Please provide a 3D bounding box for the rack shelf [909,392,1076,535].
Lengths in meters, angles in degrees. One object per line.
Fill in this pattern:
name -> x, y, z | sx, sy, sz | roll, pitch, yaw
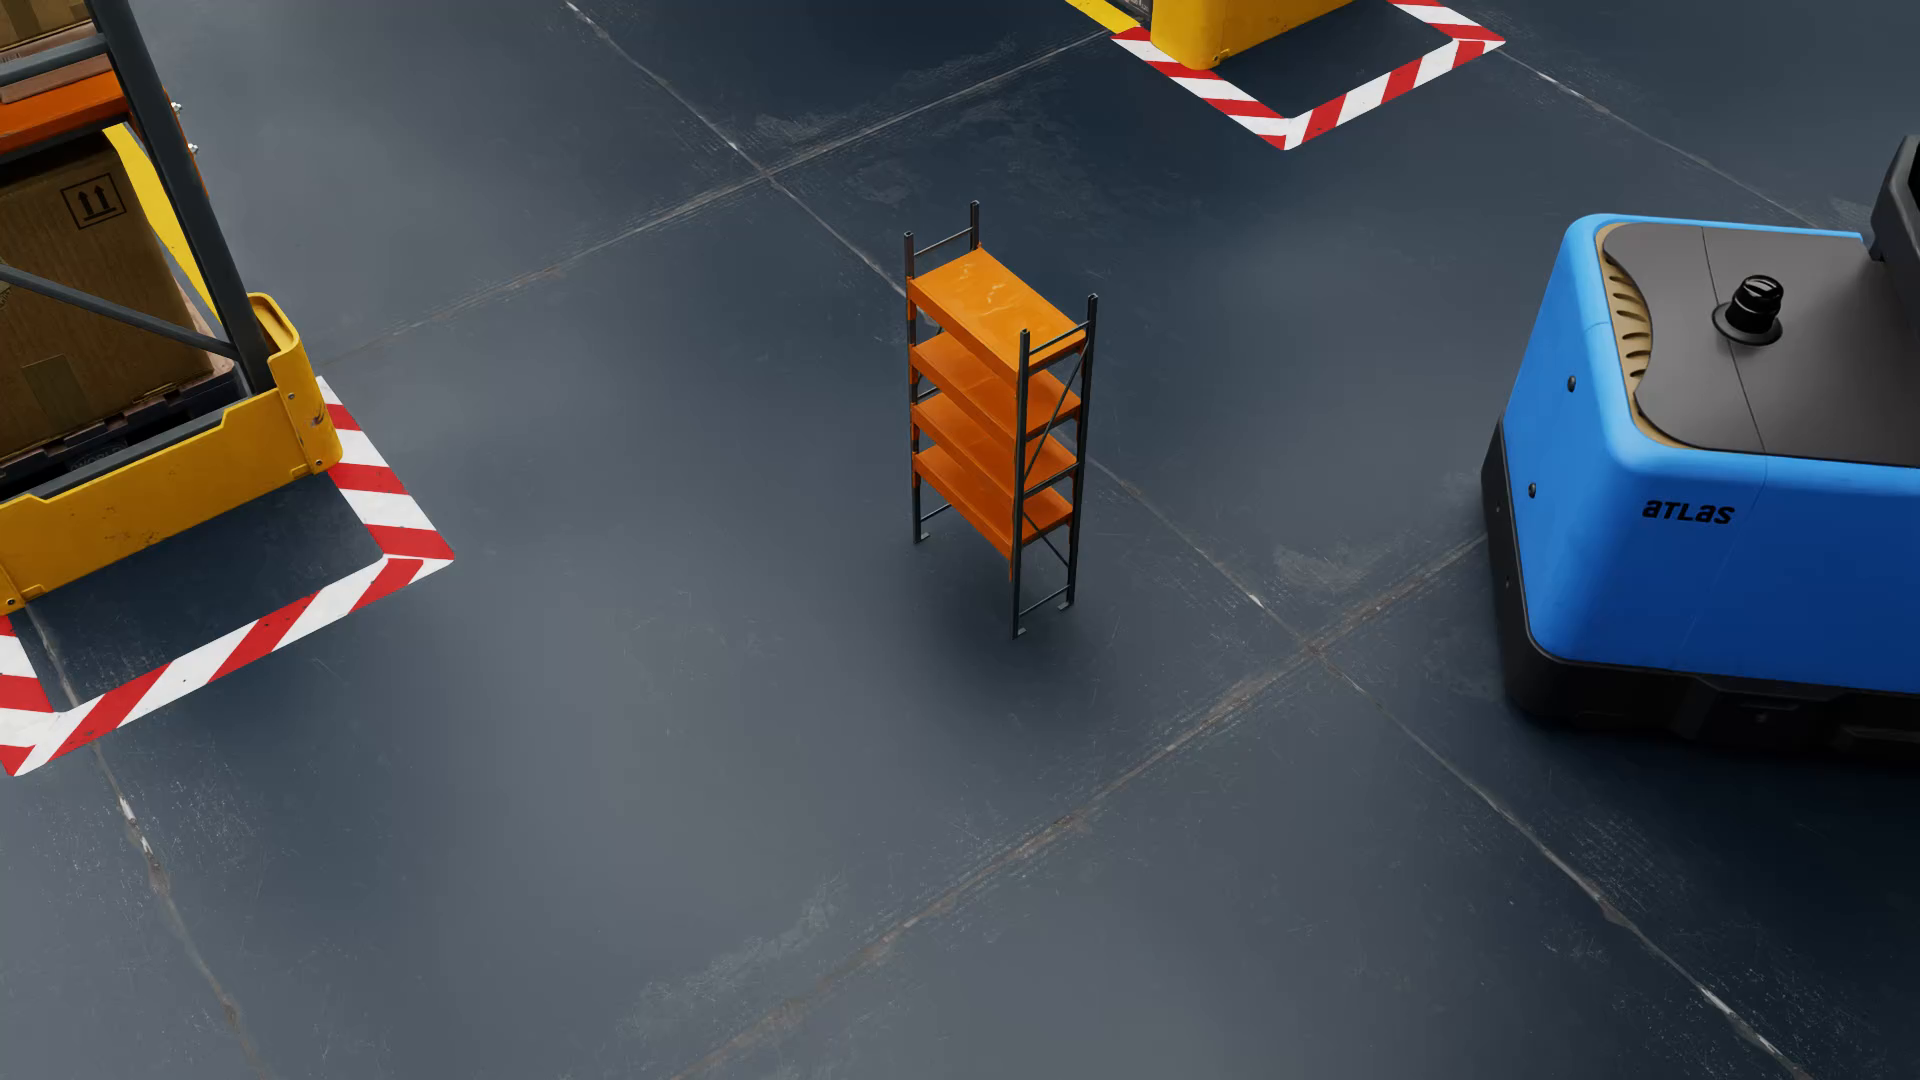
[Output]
rack shelf -> 0.100, -0.260, 4.767 | 0.258, 0.148, 0.480 | -29, 54, -24

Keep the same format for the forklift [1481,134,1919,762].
forklift -> 3.122, -0.692, 3.899 | 3.031, 2.935, 1.130 | 5, 48, 5

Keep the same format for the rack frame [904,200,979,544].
rack frame -> -0.048, -0.449, 4.847 | 0.240, 1.200, 0.015 | -29, 54, -24

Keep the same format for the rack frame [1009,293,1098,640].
rack frame -> 0.248, -0.162, 4.587 | 0.240, 1.200, 0.015 | -29, 54, -24

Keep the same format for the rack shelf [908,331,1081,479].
rack shelf -> 0.100, -0.410, 4.601 | 0.258, 0.148, 0.480 | -29, 54, -24

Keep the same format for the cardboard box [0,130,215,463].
cardboard box -> -3.051, -0.898, 5.190 | 0.875, 0.875, 0.875 | -29, 54, -24

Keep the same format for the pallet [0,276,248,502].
pallet -> -3.146, -0.629, 5.677 | 1.003, 0.211, 1.213 | -29, 54, -24

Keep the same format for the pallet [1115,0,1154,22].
pallet -> 0.874, -2.918, 7.753 | 1.003, 0.211, 1.213 | -29, 54, -24

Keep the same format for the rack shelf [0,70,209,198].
rack shelf -> -3.811, -2.067, 5.584 | 1.077, 0.370, 4.000 | -29, 54, -24

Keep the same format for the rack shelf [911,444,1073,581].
rack shelf -> 0.100, -0.127, 4.914 | 0.258, 0.148, 0.480 | -29, 54, -24

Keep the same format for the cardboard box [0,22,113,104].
cardboard box -> -2.552, -1.402, 4.666 | 0.380, 0.149, 0.250 | -29, 54, -24

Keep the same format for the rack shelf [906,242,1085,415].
rack shelf -> 0.100, -0.569, 4.426 | 0.258, 0.148, 0.480 | -29, 54, -24

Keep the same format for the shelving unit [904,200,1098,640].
shelving unit -> 0.100, -0.305, 4.717 | 0.258, 1.200, 0.503 | -29, 54, -24

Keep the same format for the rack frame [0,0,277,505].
rack frame -> -2.600, -1.129, 4.249 | 1.000, 3.000, 0.127 | -29, 54, -24

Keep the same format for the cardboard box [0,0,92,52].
cardboard box -> -2.675, -1.583, 4.560 | 0.500, 0.250, 0.500 | -31, 55, -25

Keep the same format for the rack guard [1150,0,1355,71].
rack guard -> 1.367, -2.503, 7.181 | 1.175, 0.500, 0.348 | -29, 54, -24

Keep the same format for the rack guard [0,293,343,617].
rack guard -> -2.585, -0.275, 5.162 | 1.175, 0.500, 0.348 | -29, 54, -24
